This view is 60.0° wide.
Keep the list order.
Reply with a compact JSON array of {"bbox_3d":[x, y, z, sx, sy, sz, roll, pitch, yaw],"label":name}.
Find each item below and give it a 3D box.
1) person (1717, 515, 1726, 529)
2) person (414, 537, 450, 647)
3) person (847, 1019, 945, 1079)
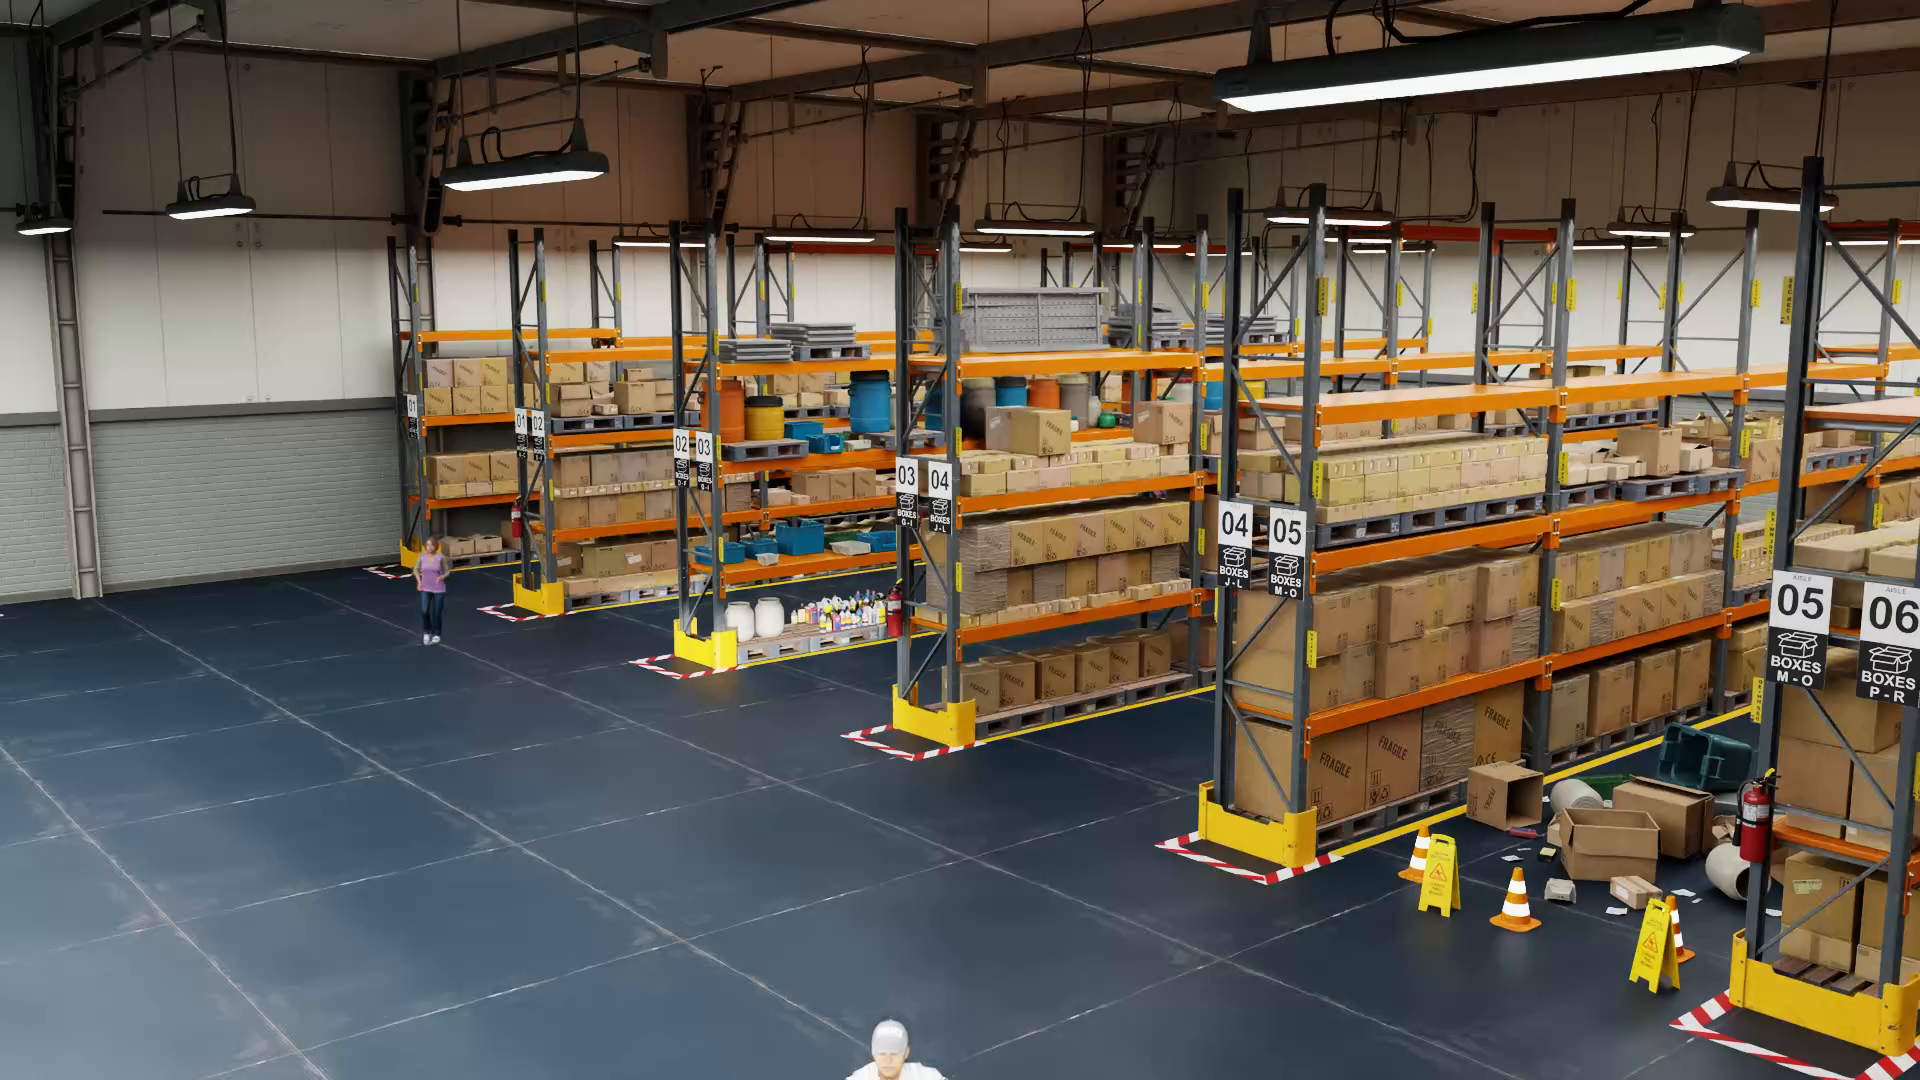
[{"bbox_3d":[11.265,0.508,24.721,0.636,1.738,0.698,-6,11,-36],"label":"person"},{"bbox_3d":[-7.540,0.742,23.744,0.515,1.576,0.638,-2,9,-11],"label":"person"},{"bbox_3d":[-0.329,3.141,8.017,0.585,1.723,0.708,1,9,4],"label":"person"}]
